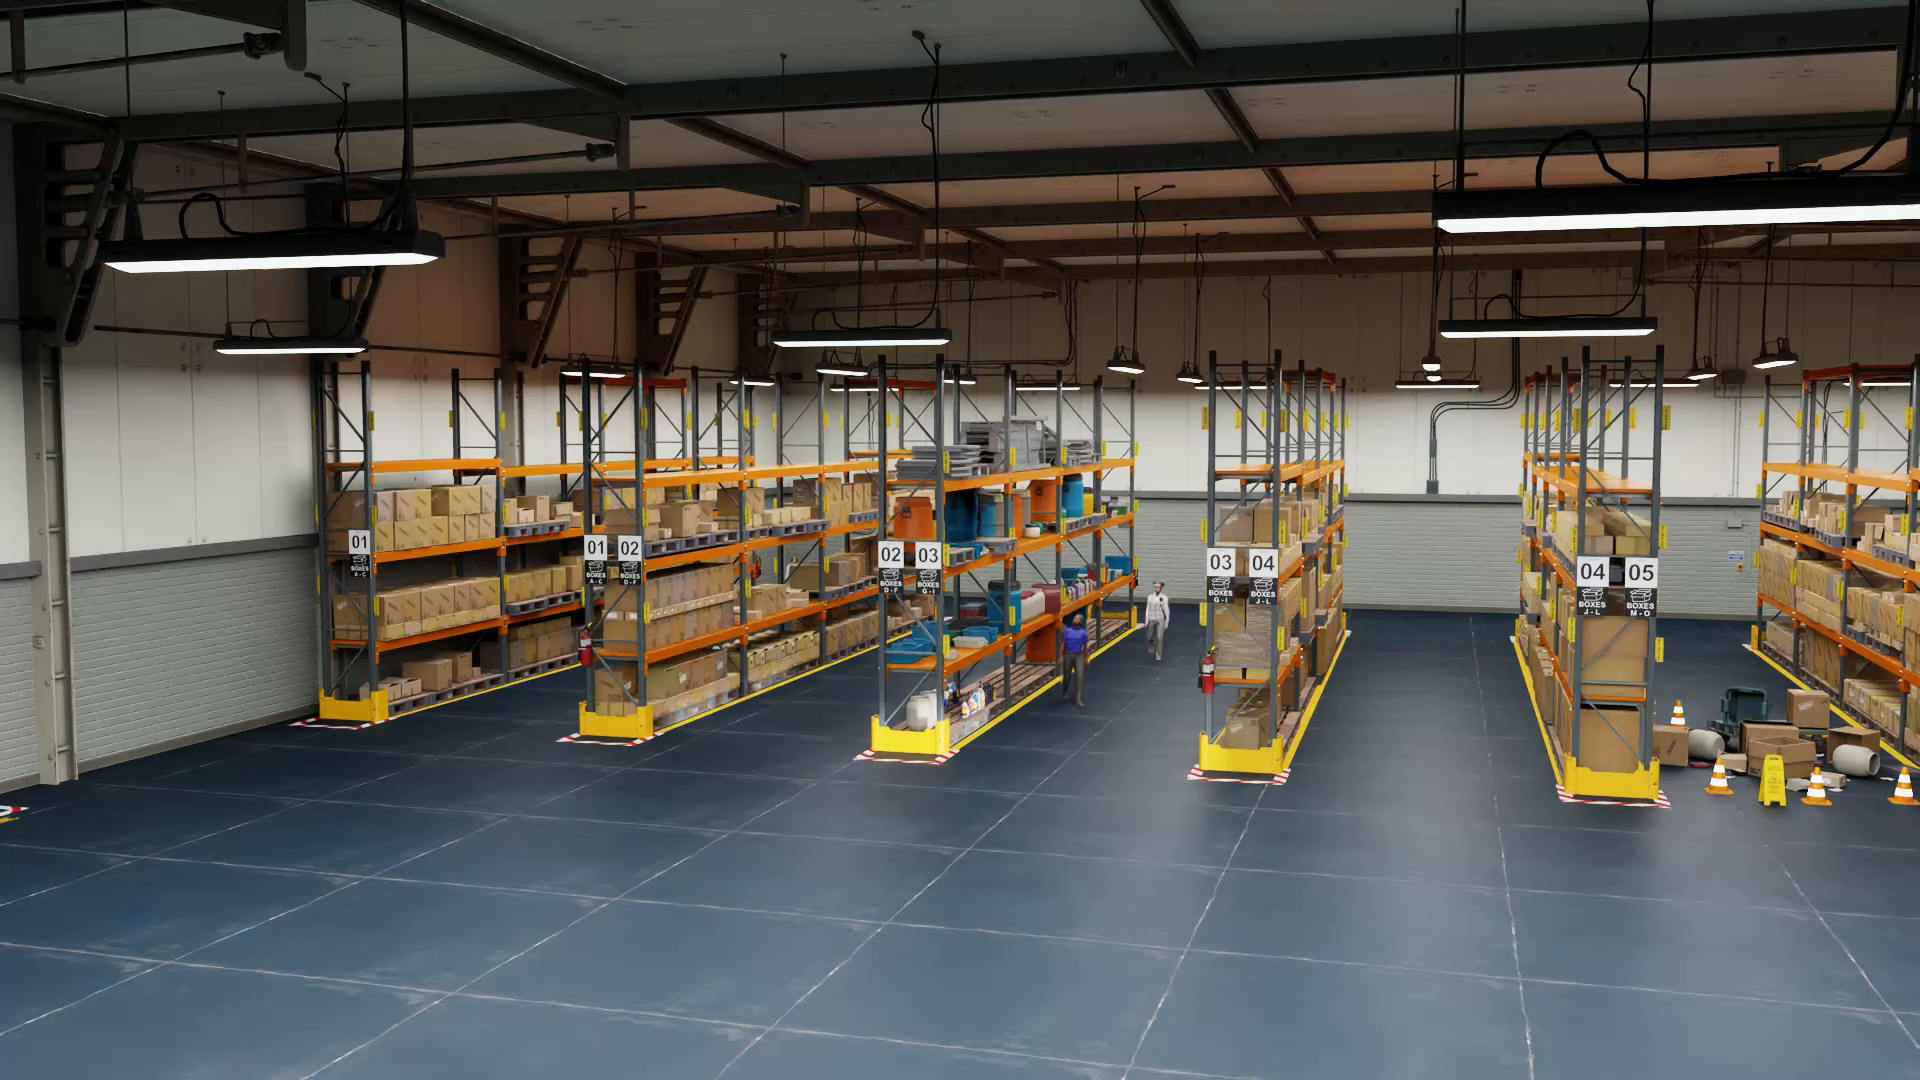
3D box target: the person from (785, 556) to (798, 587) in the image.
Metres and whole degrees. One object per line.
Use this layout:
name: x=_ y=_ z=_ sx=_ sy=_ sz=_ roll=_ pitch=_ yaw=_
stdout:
person: x=-4.250 y=1.171 z=42.670 sx=0.464 sy=1.546 sz=0.837 roll=0 pitch=4 yaw=-2

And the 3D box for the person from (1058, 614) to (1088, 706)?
person: x=1.981 y=2.102 z=29.288 sx=0.544 sy=1.577 sz=0.908 roll=0 pitch=4 yaw=-4

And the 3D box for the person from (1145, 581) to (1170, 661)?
person: x=4.148 y=1.673 z=34.882 sx=0.508 sy=1.650 sz=0.707 roll=1 pitch=4 yaw=13
